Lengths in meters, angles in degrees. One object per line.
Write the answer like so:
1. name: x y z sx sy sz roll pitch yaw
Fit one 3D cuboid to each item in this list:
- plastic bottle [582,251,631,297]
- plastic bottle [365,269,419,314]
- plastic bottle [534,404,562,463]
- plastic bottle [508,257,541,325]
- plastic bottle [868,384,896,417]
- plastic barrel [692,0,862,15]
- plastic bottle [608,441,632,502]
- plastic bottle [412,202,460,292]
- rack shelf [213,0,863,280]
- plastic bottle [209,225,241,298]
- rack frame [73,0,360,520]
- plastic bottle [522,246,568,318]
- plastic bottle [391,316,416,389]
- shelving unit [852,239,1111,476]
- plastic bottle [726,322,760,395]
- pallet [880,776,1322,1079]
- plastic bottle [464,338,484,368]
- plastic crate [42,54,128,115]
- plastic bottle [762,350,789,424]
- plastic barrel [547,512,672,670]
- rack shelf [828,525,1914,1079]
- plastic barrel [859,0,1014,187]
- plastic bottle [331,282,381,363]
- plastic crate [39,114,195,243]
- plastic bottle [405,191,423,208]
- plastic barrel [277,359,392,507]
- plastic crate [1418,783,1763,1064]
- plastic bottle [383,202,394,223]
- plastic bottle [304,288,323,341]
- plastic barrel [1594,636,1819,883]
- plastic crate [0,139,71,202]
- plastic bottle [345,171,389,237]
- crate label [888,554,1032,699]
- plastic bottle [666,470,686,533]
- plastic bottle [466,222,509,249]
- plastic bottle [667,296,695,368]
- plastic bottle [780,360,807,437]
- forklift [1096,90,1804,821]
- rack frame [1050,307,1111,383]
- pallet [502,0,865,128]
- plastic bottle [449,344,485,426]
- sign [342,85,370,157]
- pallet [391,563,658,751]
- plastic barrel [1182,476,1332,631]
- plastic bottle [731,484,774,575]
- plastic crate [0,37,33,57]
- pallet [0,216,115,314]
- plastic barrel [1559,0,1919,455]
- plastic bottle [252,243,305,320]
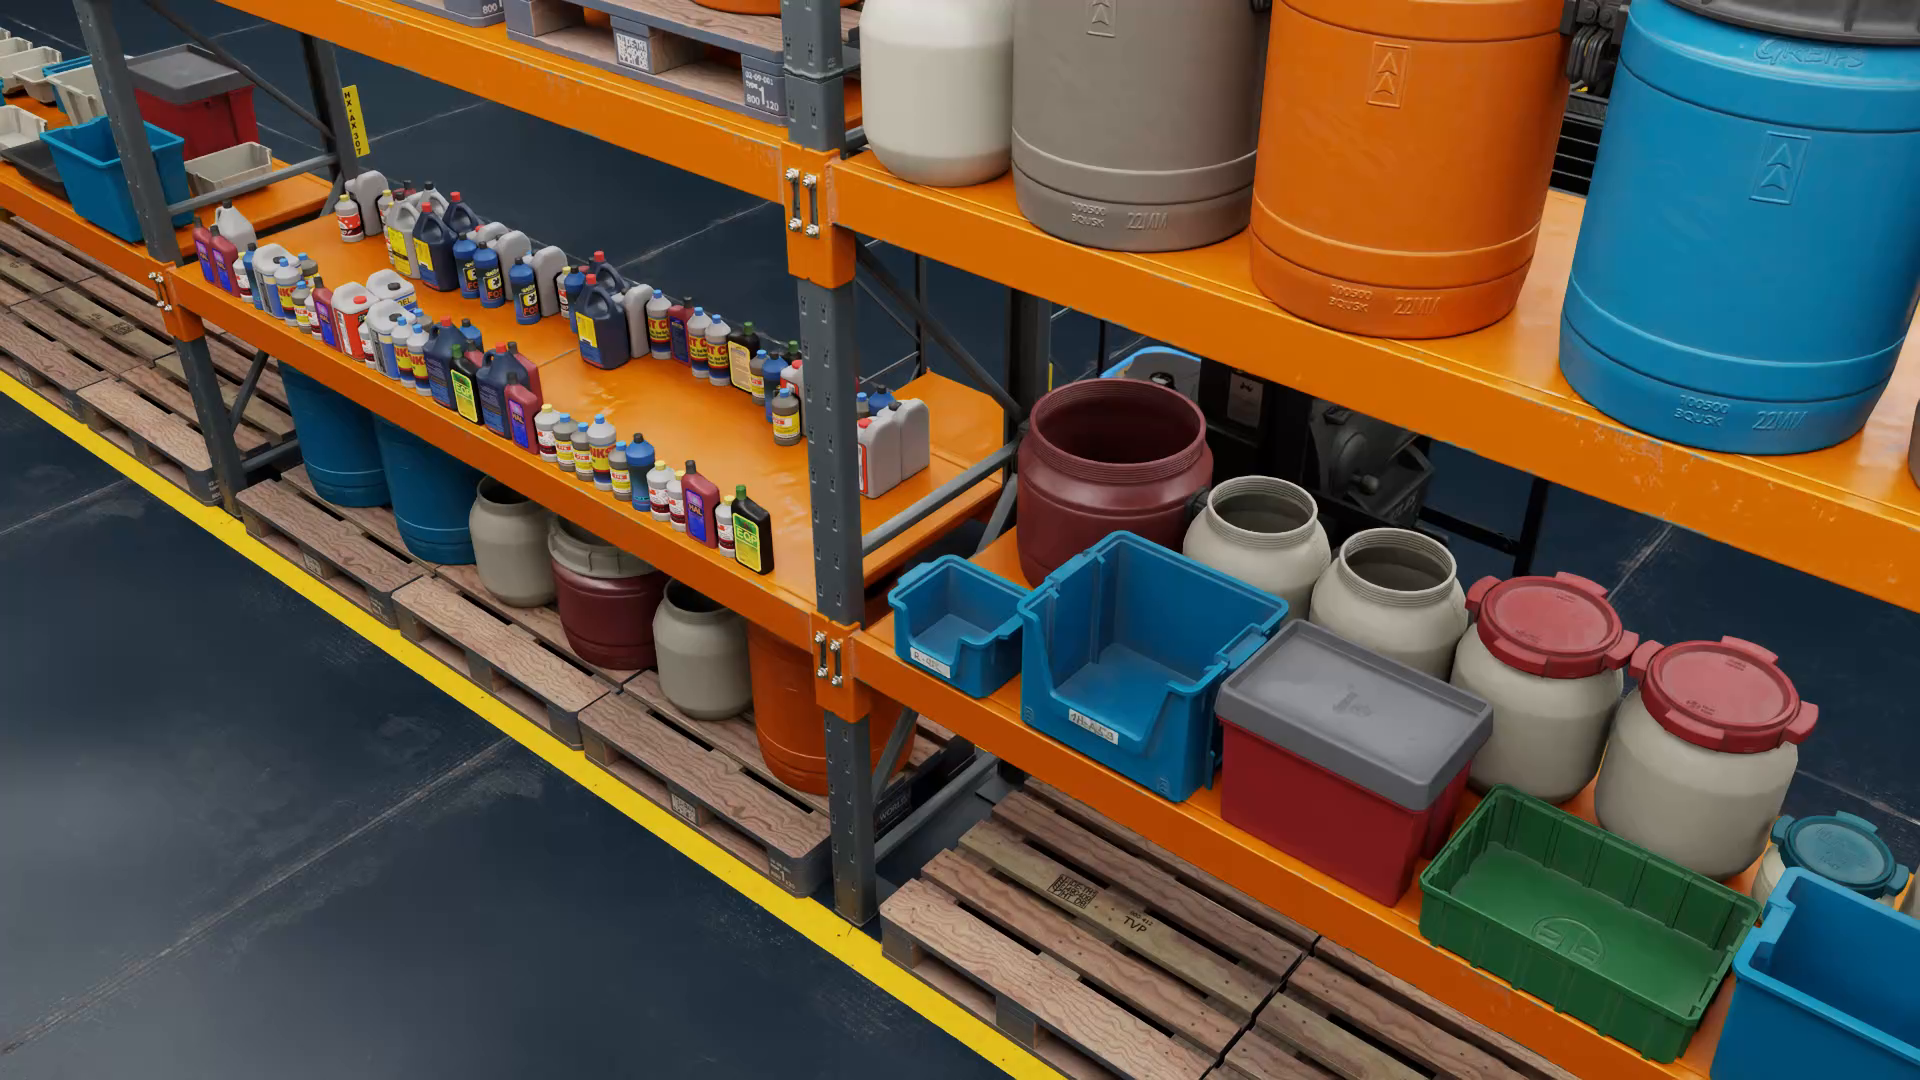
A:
1. plastic bottle: -1.385 -0.961 6.543 0.185 0.351 0.144 25 42 32
2. plastic bottle: -2.227 -0.917 6.545 0.135 0.276 0.152 25 42 32
3. plastic bottle: -1.435 -0.381 5.831 0.097 0.201 0.097 0 34 0
4. plastic bottle: -1.753 -1.007 6.680 0.097 0.271 0.097 0 34 0
5. plastic bottle: -0.271 -0.420 5.826 0.097 0.271 0.097 0 34 0
6. plastic barrel: -0.508 -1.916 4.490 0.708 0.830 0.600 25 42 32
7. plastic bottle: -1.136 -0.240 5.626 0.097 0.201 0.097 0 34 0
8. plastic bottle: -2.182 -1.230 6.935 0.185 0.351 0.144 25 42 32
9. rack shelf: -1.610 -1.786 5.687 4.000 0.370 1.077 25 42 32
10. plastic bottle: -3.036 -1.156 6.887 0.133 0.283 0.061 25 42 32
11. rack frame: -3.147 -1.571 7.388 0.127 3.000 1.000 25 42 32
12. plastic bottle: -1.688 -1.070 6.768 0.135 0.276 0.152 25 42 32
13. plastic bottle: -2.074 -0.711 6.250 0.097 0.271 0.097 0 34 0
14. shelving unit: 0.059 -0.591 7.285 1.083 1.500 0.587 25 42 32
15. plastic bottle: -0.806 -0.691 6.209 0.133 0.283 0.061 25 42 32
16. pallet: 0.497 1.325 5.634 1.213 0.211 1.003 25 42 32
17. plastic bottle: -1.741 -0.591 6.063 0.133 0.283 0.061 25 42 32
18. plastic crate: -4.479 -2.343 8.607 0.300 0.233 0.416 25 42 32
19. plastic bottle: -0.665 -0.561 6.032 0.097 0.271 0.097 0 34 0
20. plastic barrel: -1.328 0.120 6.685 0.708 0.588 0.600 25 42 32
21. rack shelf: 1.464 0.899 4.427 4.000 0.370 1.077 25 42 32
22. plastic barrel: -0.031 -1.159 4.039 0.421 0.512 0.421 0 34 0
23. plastic bottle: -2.324 -0.851 6.449 0.135 0.276 0.152 25 42 32
24. plastic crate: -3.724 -1.610 7.406 0.575 0.384 0.392 25 42 32
25. plastic bottle: -2.357 -1.385 7.227 0.135 0.276 0.152 25 42 32
26. plastic barrel: -2.740 -0.675 7.565 0.708 0.901 0.600 25 42 32
27. plastic crate: 1.482 0.906 3.968 0.662 0.188 0.450 25 42 32
28. plastic bottle: -2.467 -1.382 7.288 0.097 0.201 0.097 0 34 0
29. plastic bottle: -2.533 -0.899 6.584 0.097 0.201 0.097 0 34 0
30. plastic barrel: 1.842 0.563 4.160 0.433 0.535 0.433 0 34 0
31. plastic crate: -4.180 -1.771 7.869 0.590 0.125 0.437 25 42 32
32. plastic bottle: -2.638 -1.518 7.420 0.135 0.276 0.152 25 42 32
33. crate label: 0.011 0.263 4.866 0.416 0.233 0.303 25 42 32
34. plastic bottle: -0.912 -0.134 5.472 0.097 0.201 0.097 0 34 0
35. plastic bottle: -1.969 -1.203 6.961 0.135 0.276 0.152 25 42 32
36. plastic bottle: -1.058 -0.810 6.383 0.133 0.283 0.061 25 42 32
37. plastic bottle: -0.555 -0.536 5.990 0.135 0.276 0.152 25 42 32
38. forklift: 1.643 -0.426 5.781 3.031 2.935 1.130 25 42 32
39. rack frame: 0.456 -0.403 7.012 0.032 1.500 0.500 25 42 32
40. pallet: -0.599 -1.600 4.948 1.213 0.211 1.003 25 42 32
41. plastic bottle: -1.780 -0.564 6.025 0.133 0.283 0.061 25 42 32
42. sign: -2.794 -1.924 7.657 0.005 0.325 0.100 25 42 32
43. pallet: -1.639 0.318 7.101 1.213 0.211 1.003 25 42 32
44. plastic barrel: 0.854 0.111 4.839 0.421 0.512 0.421 0 34 0
45. plastic bottle: -0.657 -0.035 5.254 0.133 0.283 0.061 25 42 32
46. plastic crate: -5.265 -2.608 9.078 0.243 0.136 0.396 25 42 32
47. pallet: -5.613 -1.555 9.827 1.213 0.211 1.003 25 42 32
48. plastic barrel: 1.466 -0.680 2.998 0.708 0.901 0.600 25 42 32
49. plastic bottle: -2.754 -1.054 6.744 0.135 0.276 0.152 25 42 32
